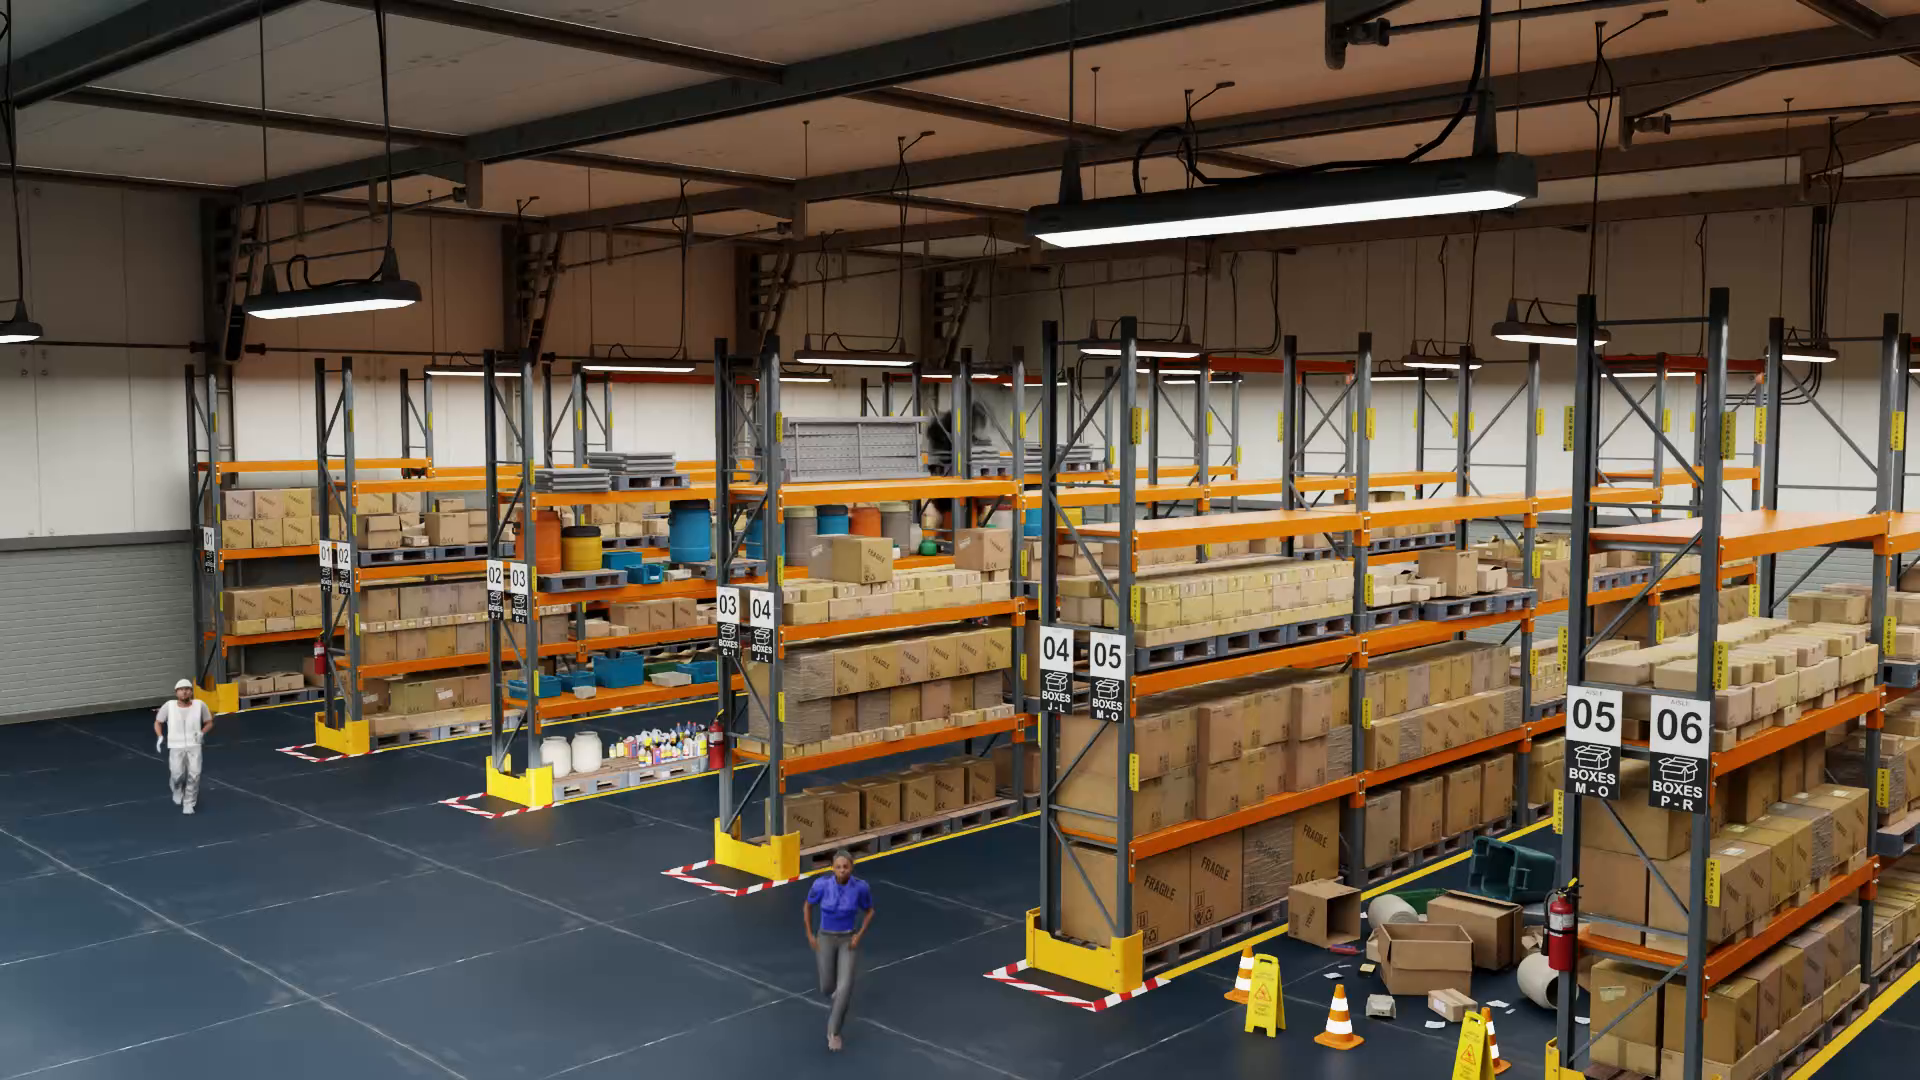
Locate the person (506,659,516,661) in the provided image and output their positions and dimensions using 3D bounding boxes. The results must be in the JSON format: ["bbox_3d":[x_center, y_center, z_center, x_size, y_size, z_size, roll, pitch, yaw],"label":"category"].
[{"bbox_3d":[-8.281,2.059,30.244,0.645,1.620,0.624,3,5,31],"label":"person"}]

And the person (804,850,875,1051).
[{"bbox_3d":[-0.997,3.331,13.747,0.585,1.619,0.666,0,4,-3],"label":"person"}]

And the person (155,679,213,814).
[{"bbox_3d":[-9.966,2.660,21.390,0.683,1.737,0.592,-2,5,-28],"label":"person"}]
